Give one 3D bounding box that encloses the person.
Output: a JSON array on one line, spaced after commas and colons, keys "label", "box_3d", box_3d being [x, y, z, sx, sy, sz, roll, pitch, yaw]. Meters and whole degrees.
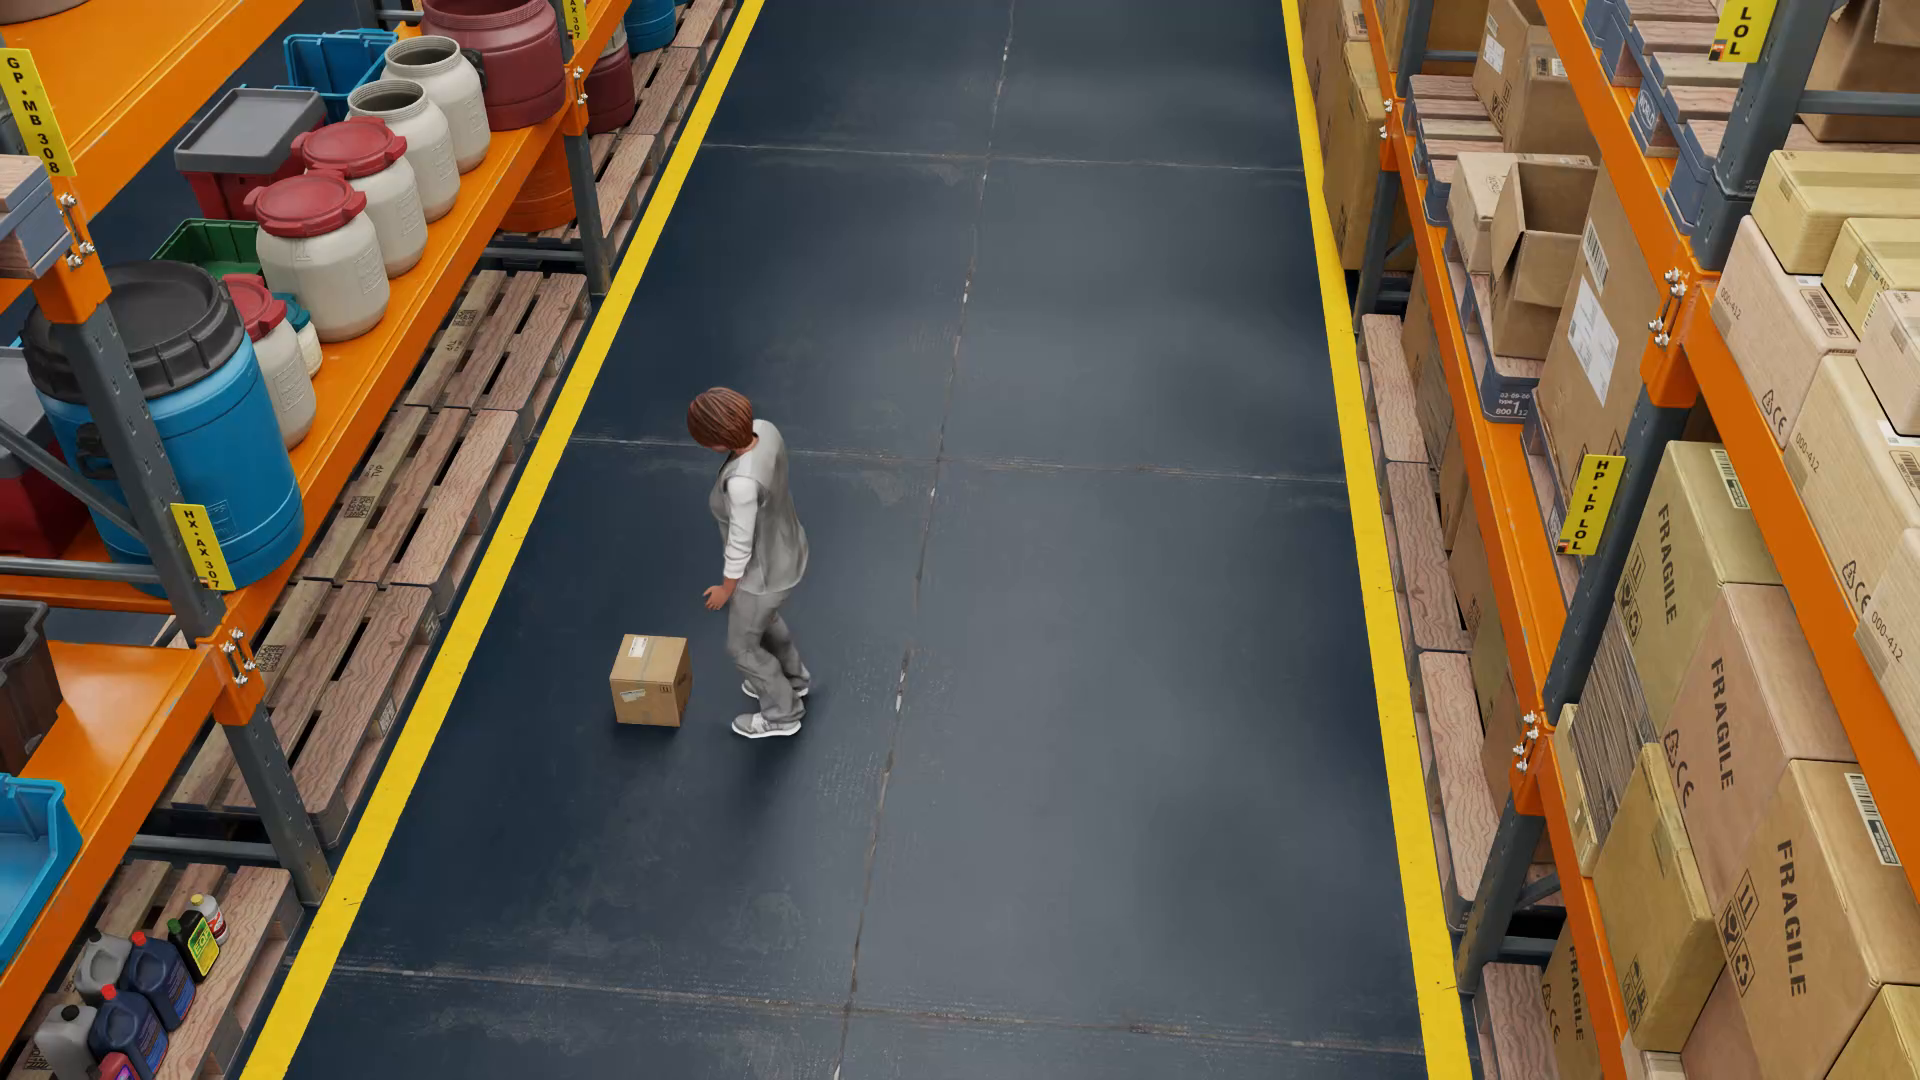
[{"label": "person", "box_3d": [-0.743, 0.113, 6.078, 0.368, 1.551, 0.423, 4, 41, 5]}]
